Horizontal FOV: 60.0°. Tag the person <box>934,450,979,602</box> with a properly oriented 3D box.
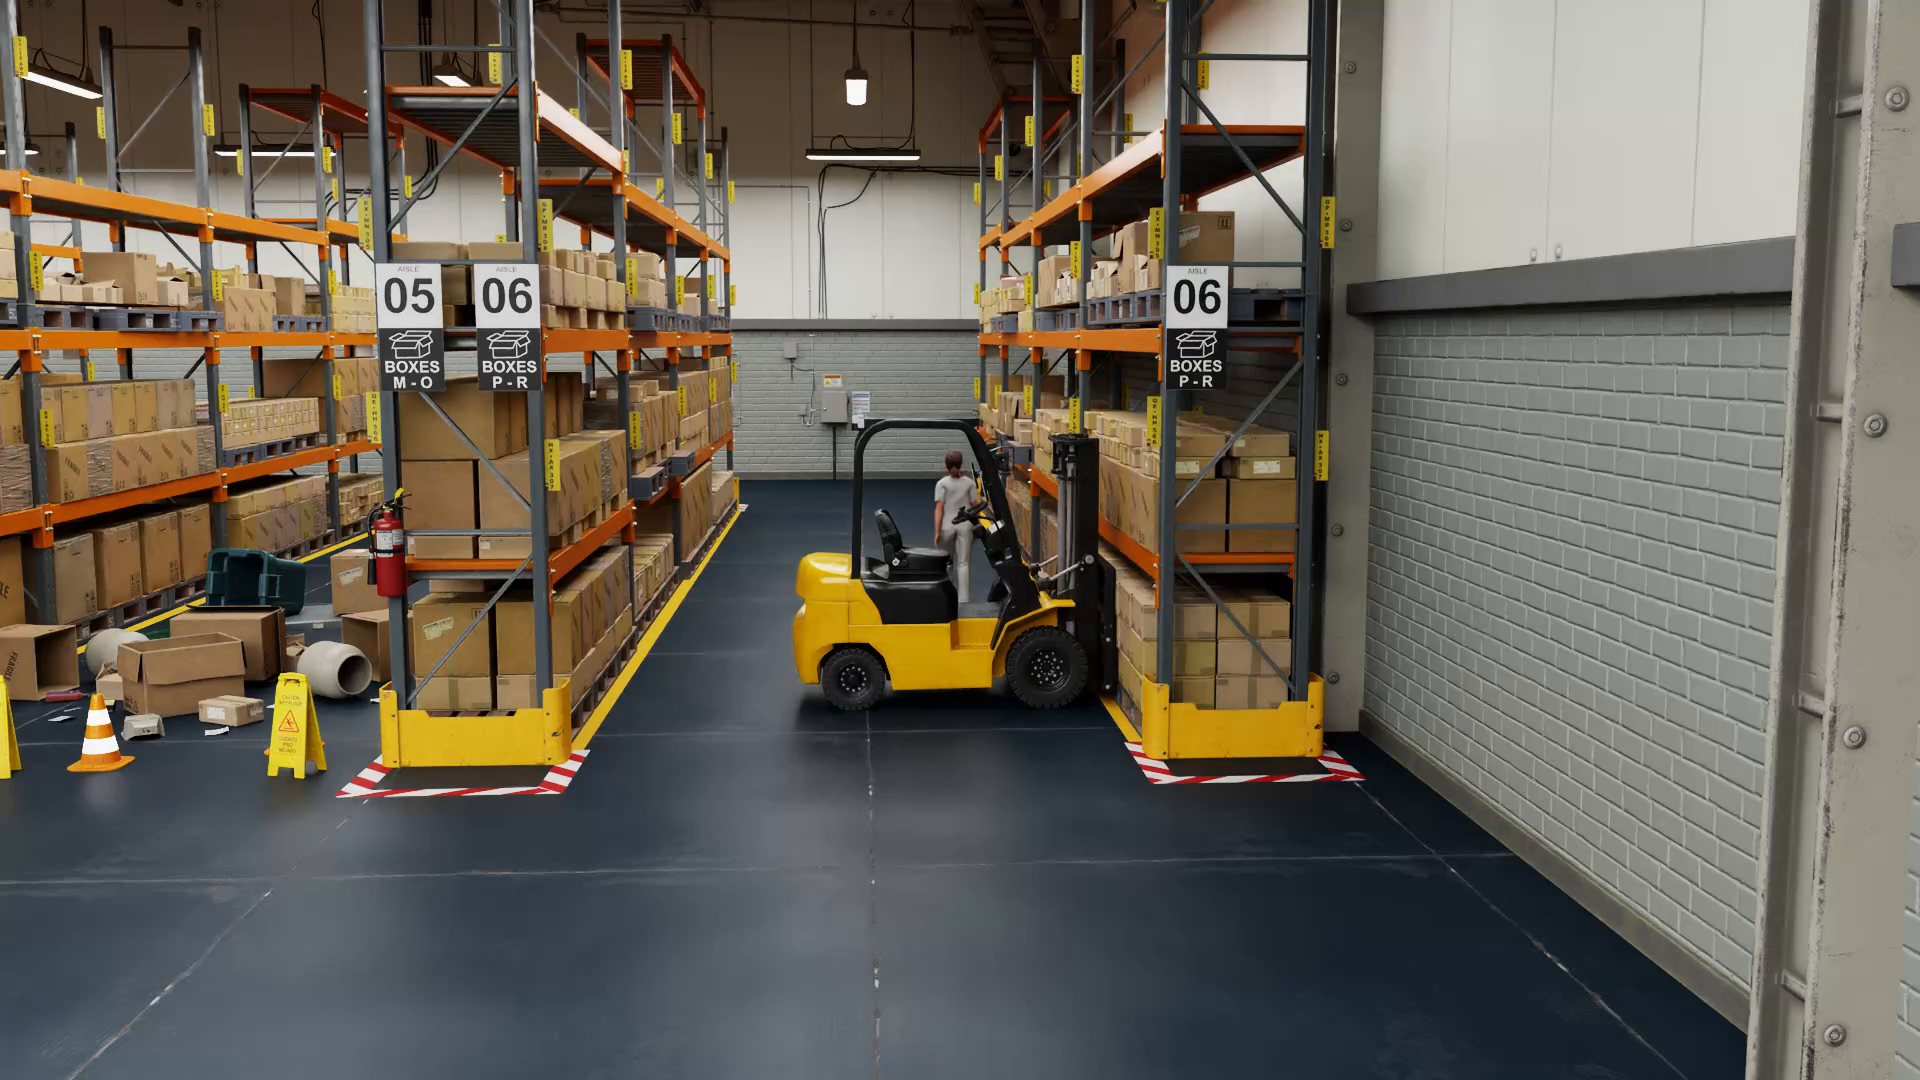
[{"bbox_3d":[-0.033,-0.077,16.488,0.461,1.617,1.047,-1,7,-6],"label":"person"}]
